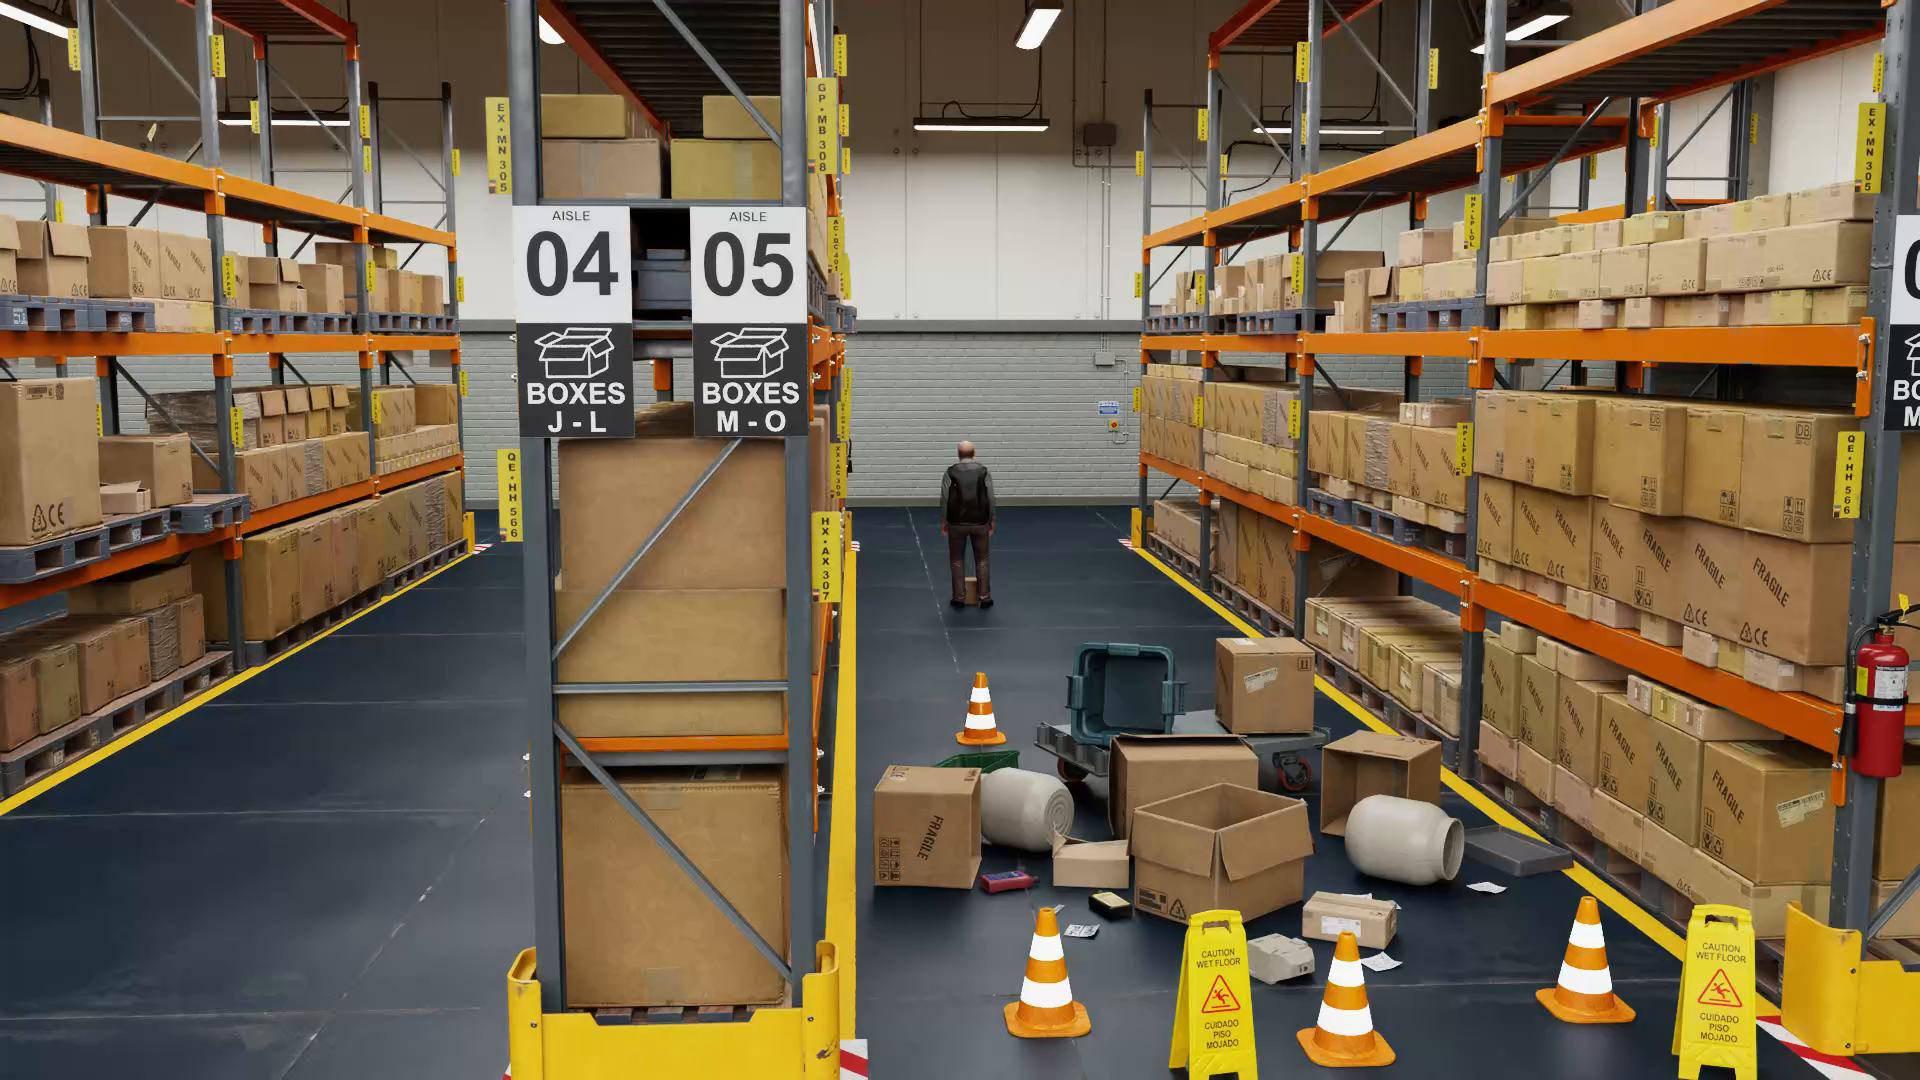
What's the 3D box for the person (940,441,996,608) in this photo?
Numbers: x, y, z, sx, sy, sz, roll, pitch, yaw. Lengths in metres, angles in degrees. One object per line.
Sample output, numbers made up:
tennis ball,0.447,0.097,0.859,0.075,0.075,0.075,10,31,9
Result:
person,0.082,-0.163,17.212,0.580,1.721,0.461,0,7,-4
